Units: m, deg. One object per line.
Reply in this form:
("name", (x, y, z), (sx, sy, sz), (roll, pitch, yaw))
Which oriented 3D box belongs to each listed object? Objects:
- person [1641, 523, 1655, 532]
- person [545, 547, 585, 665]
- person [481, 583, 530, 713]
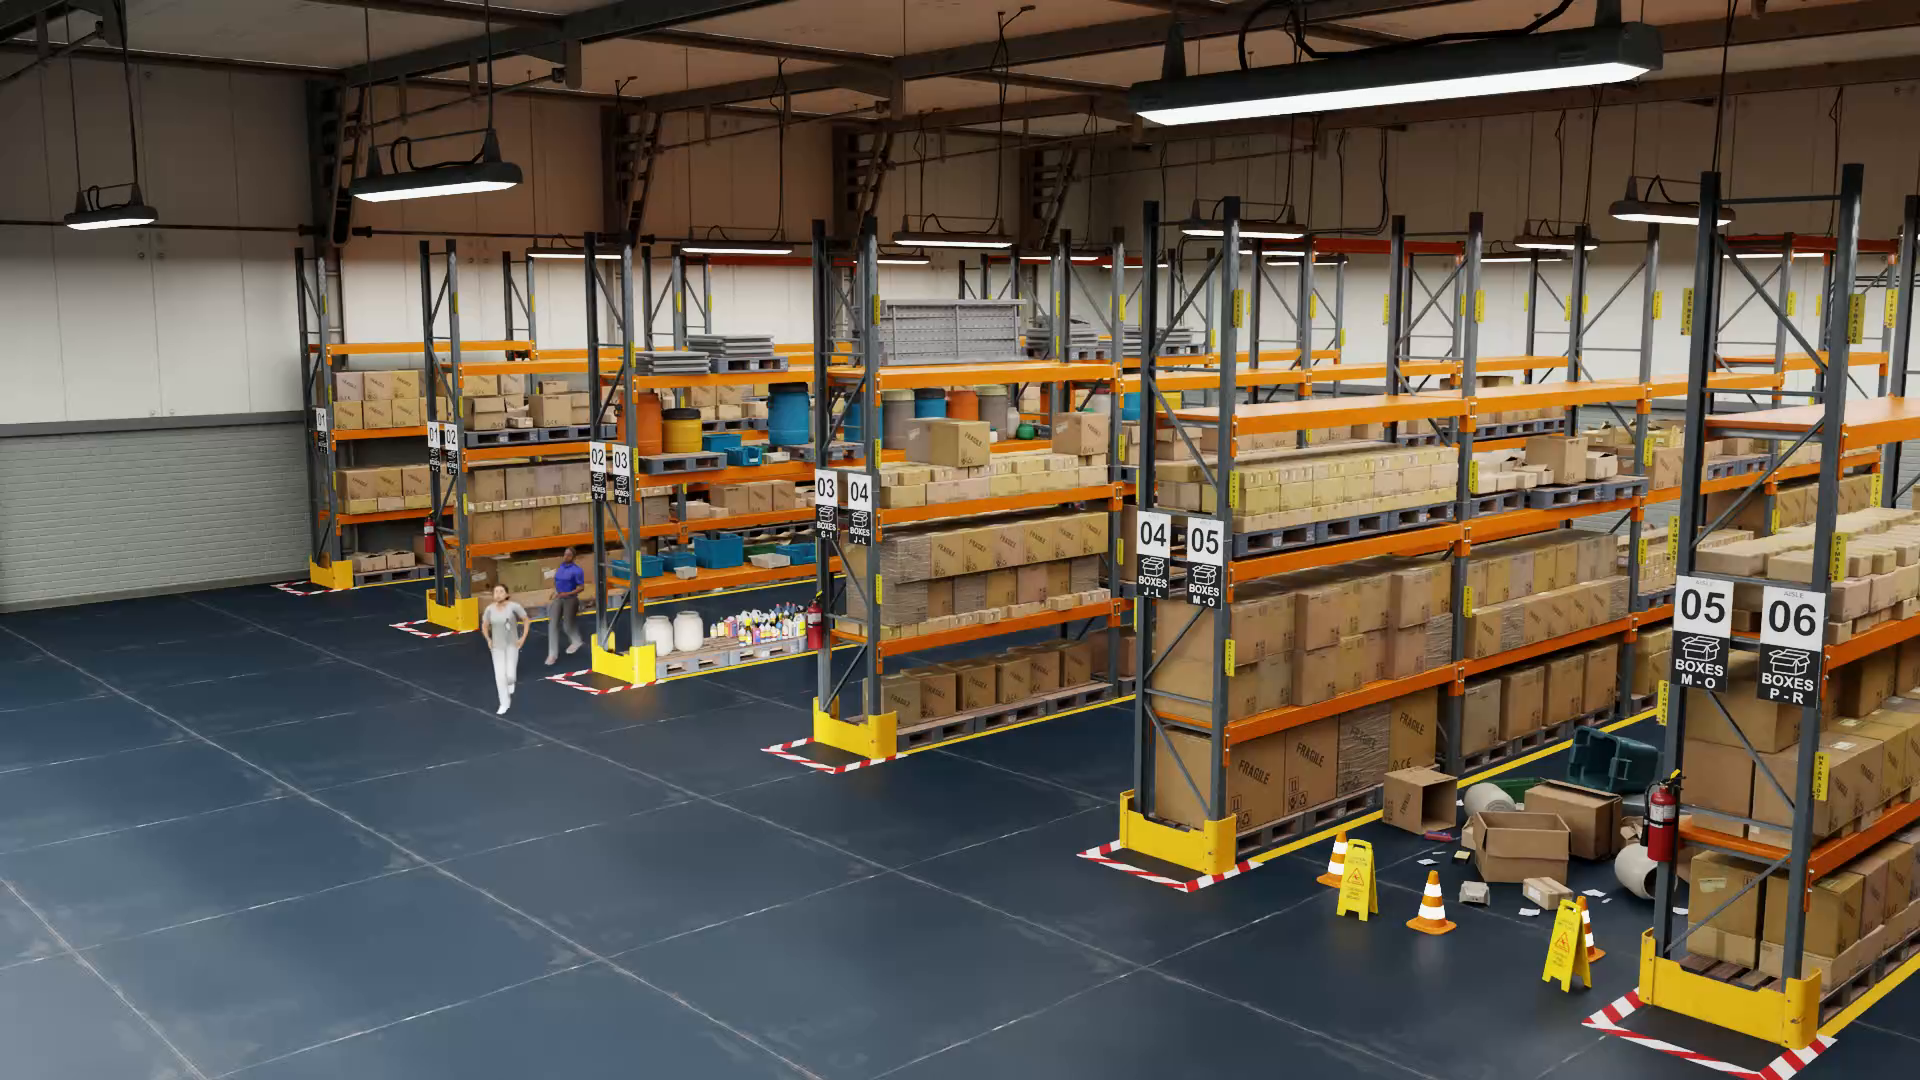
("person", (10.682, 0.587, 25.660), (0.713, 1.734, 0.668), (-6, 10, -33))
("person", (-5.549, 0.910, 23.633), (0.594, 1.639, 0.802), (3, 9, 21))
("person", (-5.678, 1.331, 20.824), (0.584, 1.644, 0.641), (-1, 8, -4))
